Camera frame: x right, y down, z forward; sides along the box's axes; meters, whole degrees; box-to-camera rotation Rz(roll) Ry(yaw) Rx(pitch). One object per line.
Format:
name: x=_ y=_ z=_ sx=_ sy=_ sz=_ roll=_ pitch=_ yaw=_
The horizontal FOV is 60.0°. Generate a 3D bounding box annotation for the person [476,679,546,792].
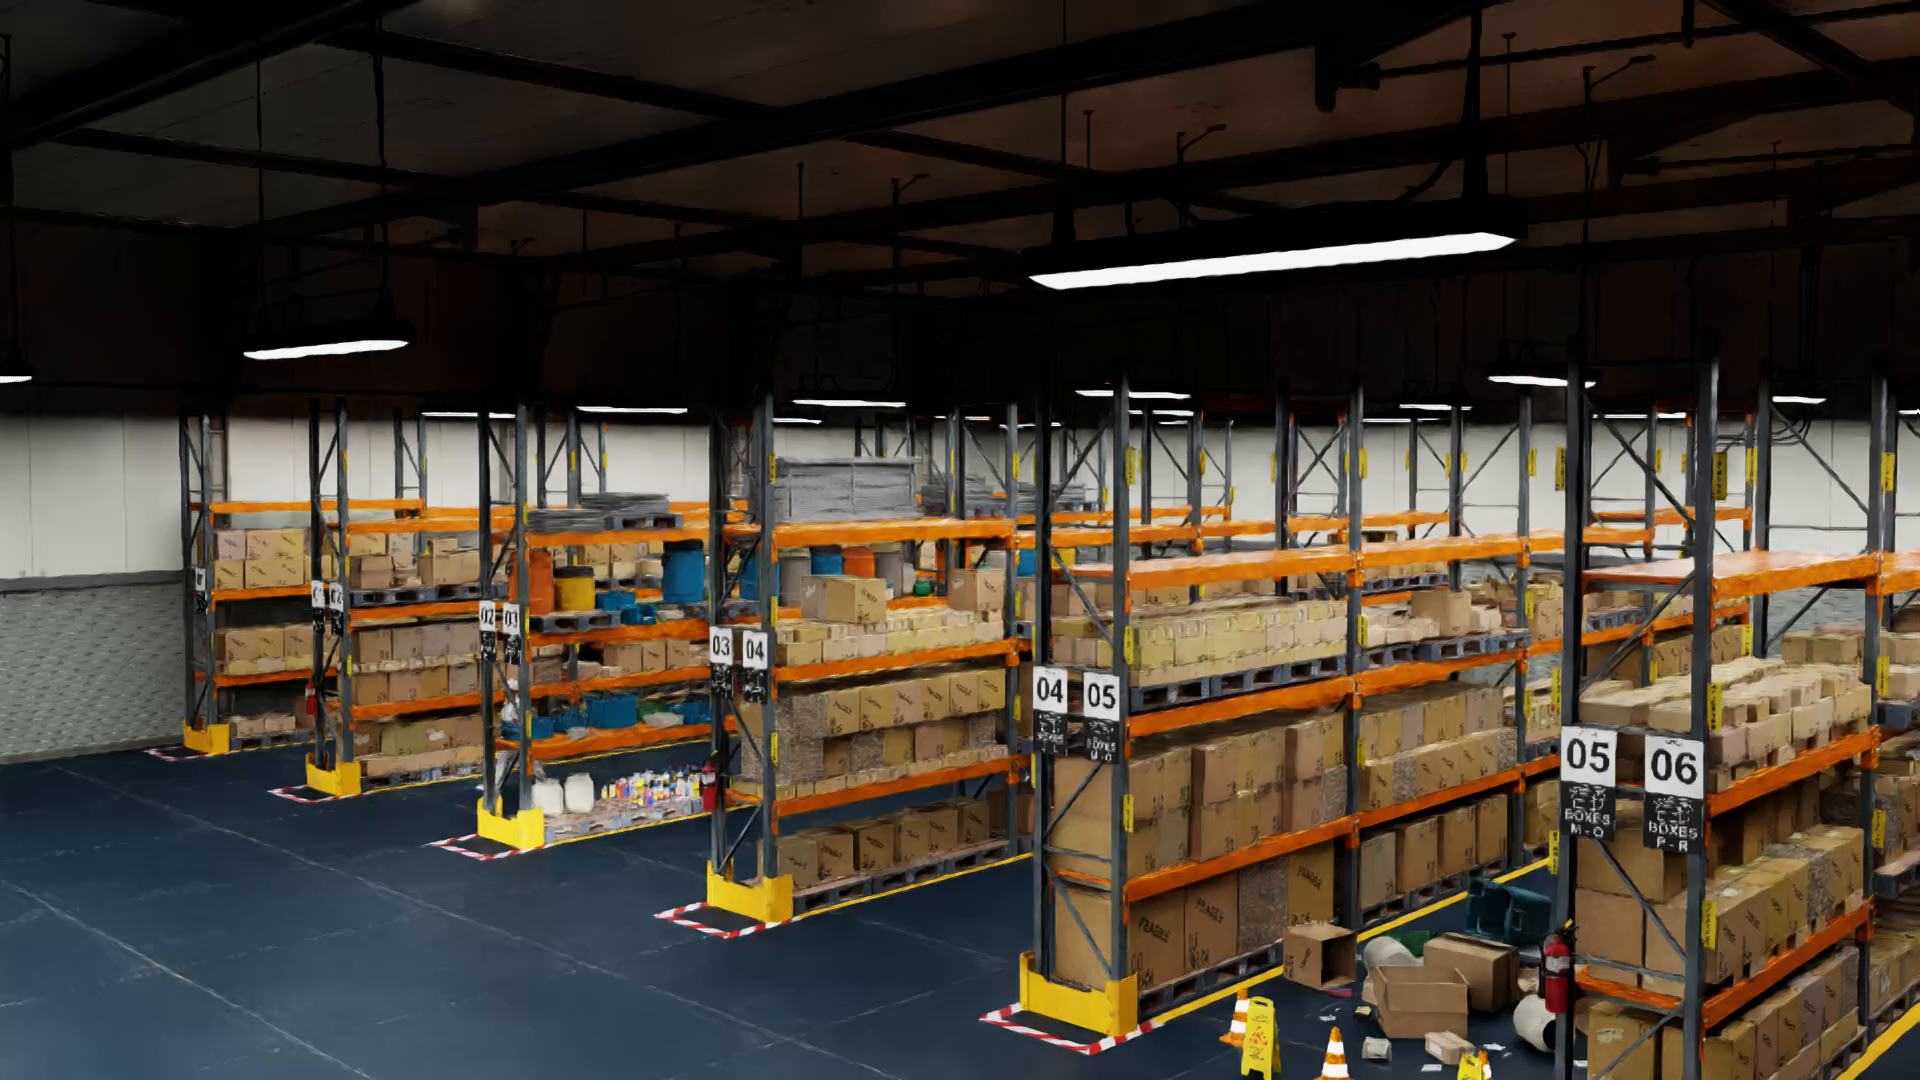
person: x=-6.779 y=2.962 z=25.210 sx=1.037 sy=1.722 sz=0.554 roll=-2 pitch=4 yaw=-37

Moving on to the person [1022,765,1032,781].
person: x=1.127 y=3.051 z=25.618 sx=0.566 sy=1.540 sz=0.516 roll=3 pitch=4 yaw=41
